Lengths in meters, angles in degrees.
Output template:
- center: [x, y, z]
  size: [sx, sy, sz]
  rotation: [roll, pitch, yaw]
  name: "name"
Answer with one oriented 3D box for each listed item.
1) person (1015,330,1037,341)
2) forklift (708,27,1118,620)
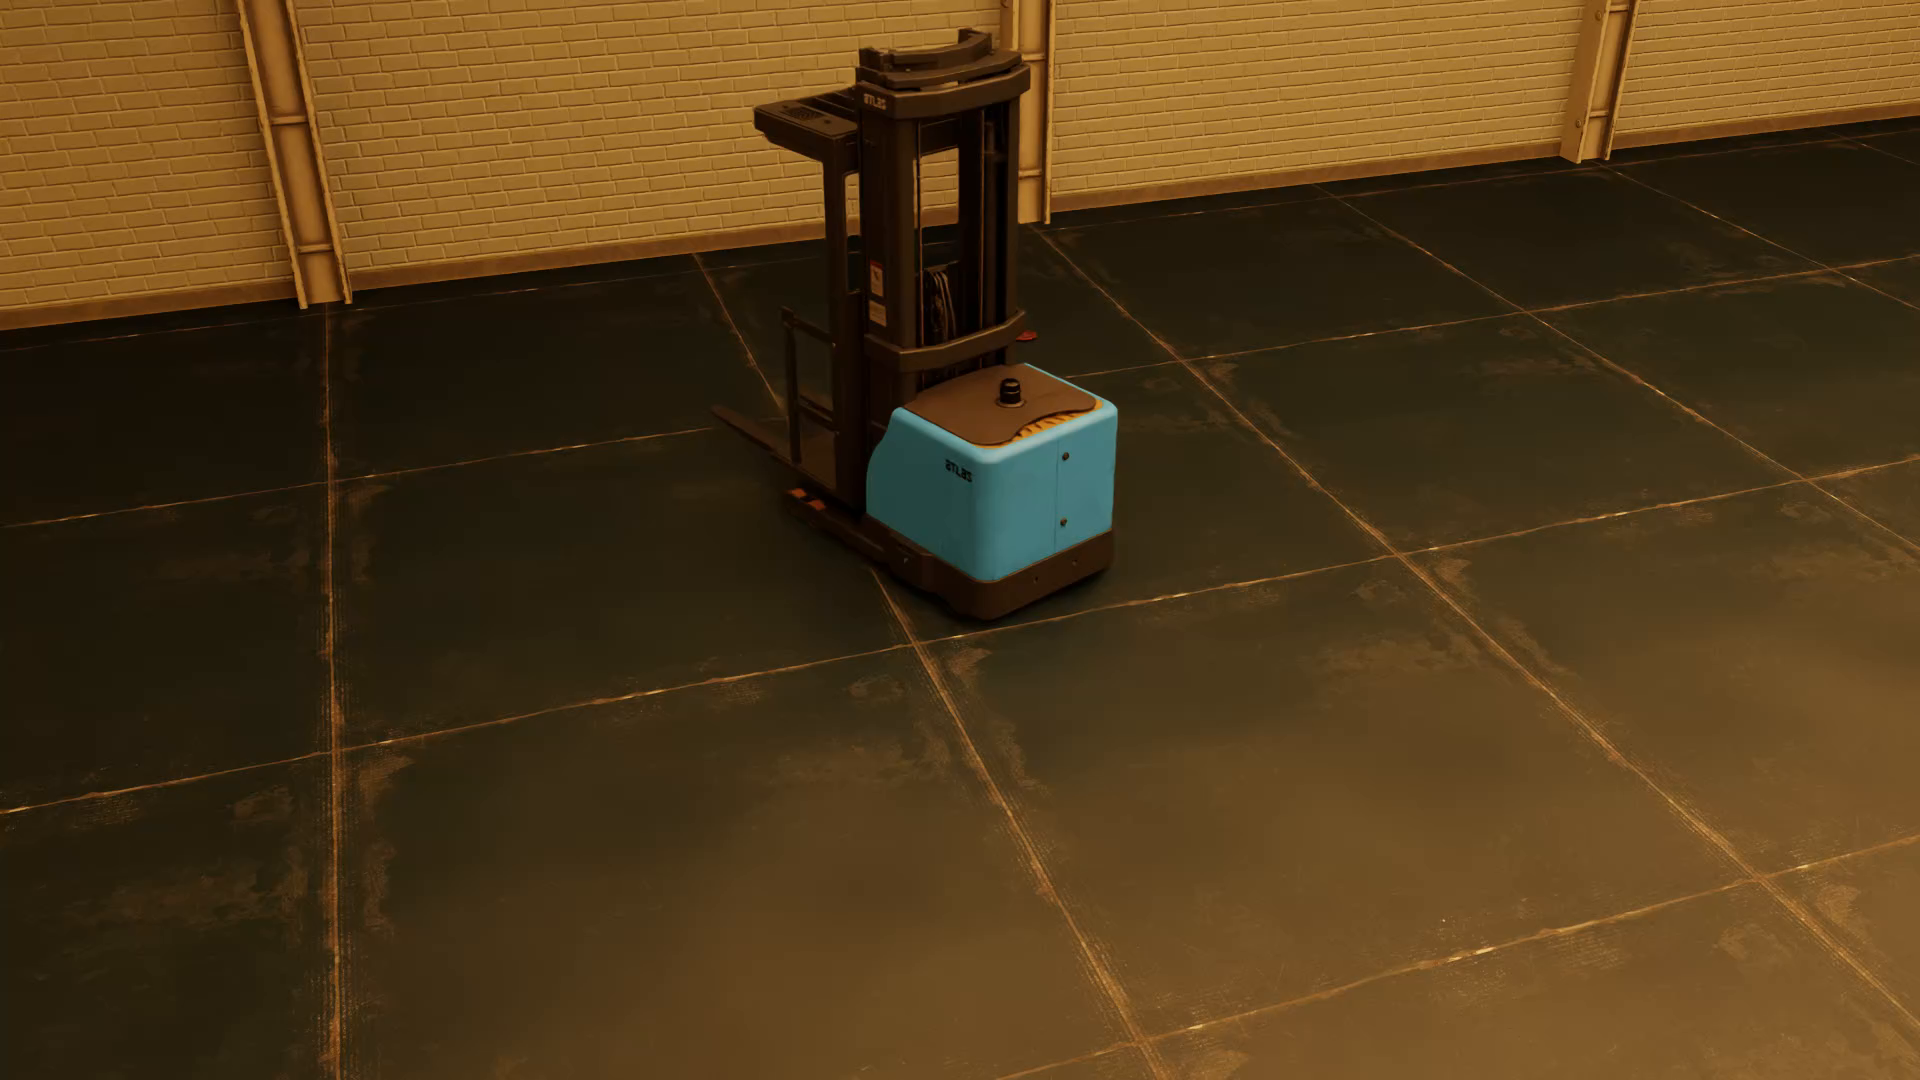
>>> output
- center: [0.320, -2.354, 12.472]
  size: [0.504, 1.636, 0.588]
  rotation: [-2, 30, -4]
  name: "person"
- center: [-0.449, -1.493, 9.681]
  size: [1.130, 2.935, 3.031]
  rotation: [-23, 37, -34]
  name: "forklift"
